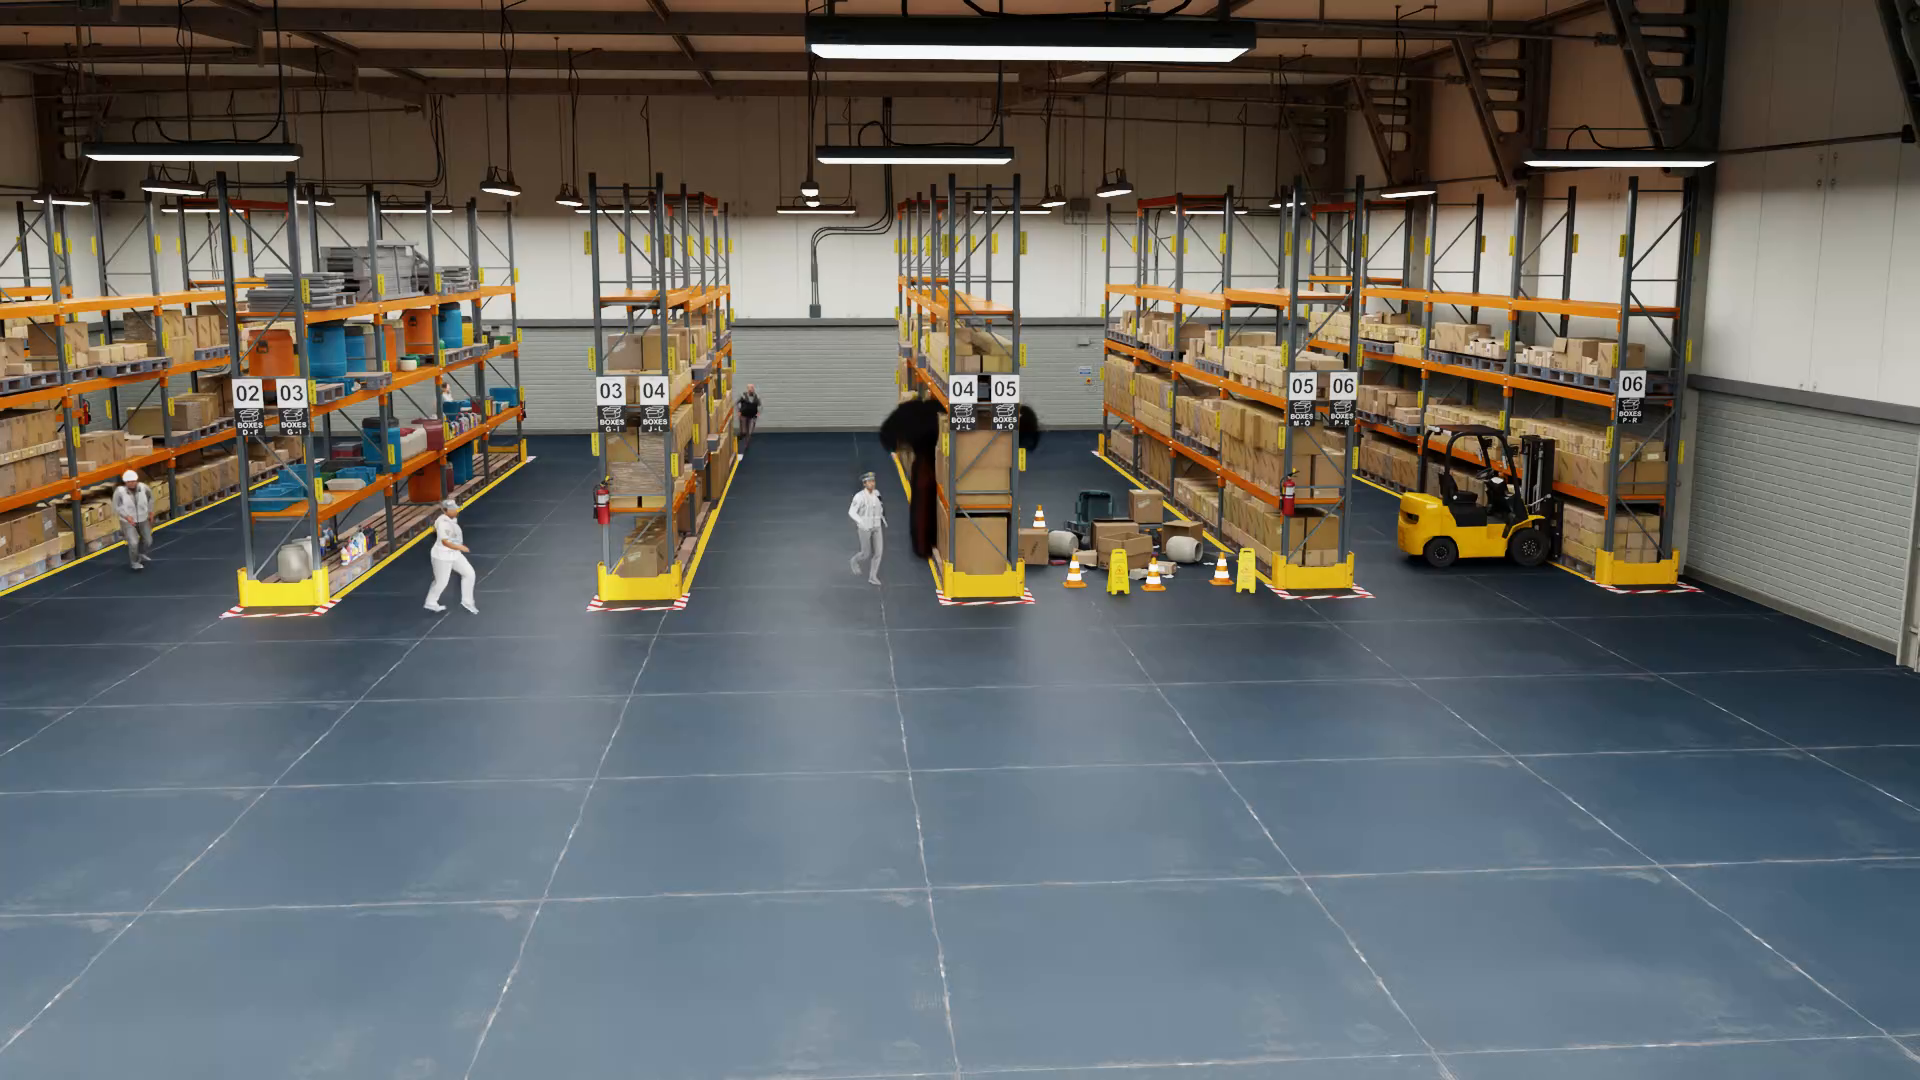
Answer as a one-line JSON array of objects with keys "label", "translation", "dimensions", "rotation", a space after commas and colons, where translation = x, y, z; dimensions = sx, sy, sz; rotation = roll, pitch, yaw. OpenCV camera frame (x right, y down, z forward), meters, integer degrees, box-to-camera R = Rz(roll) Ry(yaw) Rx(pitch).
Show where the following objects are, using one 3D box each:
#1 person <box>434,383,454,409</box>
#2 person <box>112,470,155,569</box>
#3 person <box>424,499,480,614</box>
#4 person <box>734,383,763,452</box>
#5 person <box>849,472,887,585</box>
[{"label": "person", "translation": [-12.753, -3.072, 41.214], "dimensions": [0.907, 1.649, 0.557], "rotation": [1, 10, 5]}, {"label": "person", "translation": [-12.876, -0.330, 25.917], "dimensions": [0.628, 1.609, 0.915], "rotation": [-10, 14, -43]}, {"label": "person", "translation": [-7.037, 0.257, 22.656], "dimensions": [0.737, 1.676, 0.691], "rotation": [1, 10, 7]}, {"label": "person", "translation": [-5.208, -3.031, 41.090], "dimensions": [0.709, 1.677, 0.544], "rotation": [-4, 11, -20]}, {"label": "person", "translation": [-1.365, -0.194, 24.593], "dimensions": [0.629, 1.662, 0.719], "rotation": [-6, 12, -32]}]
